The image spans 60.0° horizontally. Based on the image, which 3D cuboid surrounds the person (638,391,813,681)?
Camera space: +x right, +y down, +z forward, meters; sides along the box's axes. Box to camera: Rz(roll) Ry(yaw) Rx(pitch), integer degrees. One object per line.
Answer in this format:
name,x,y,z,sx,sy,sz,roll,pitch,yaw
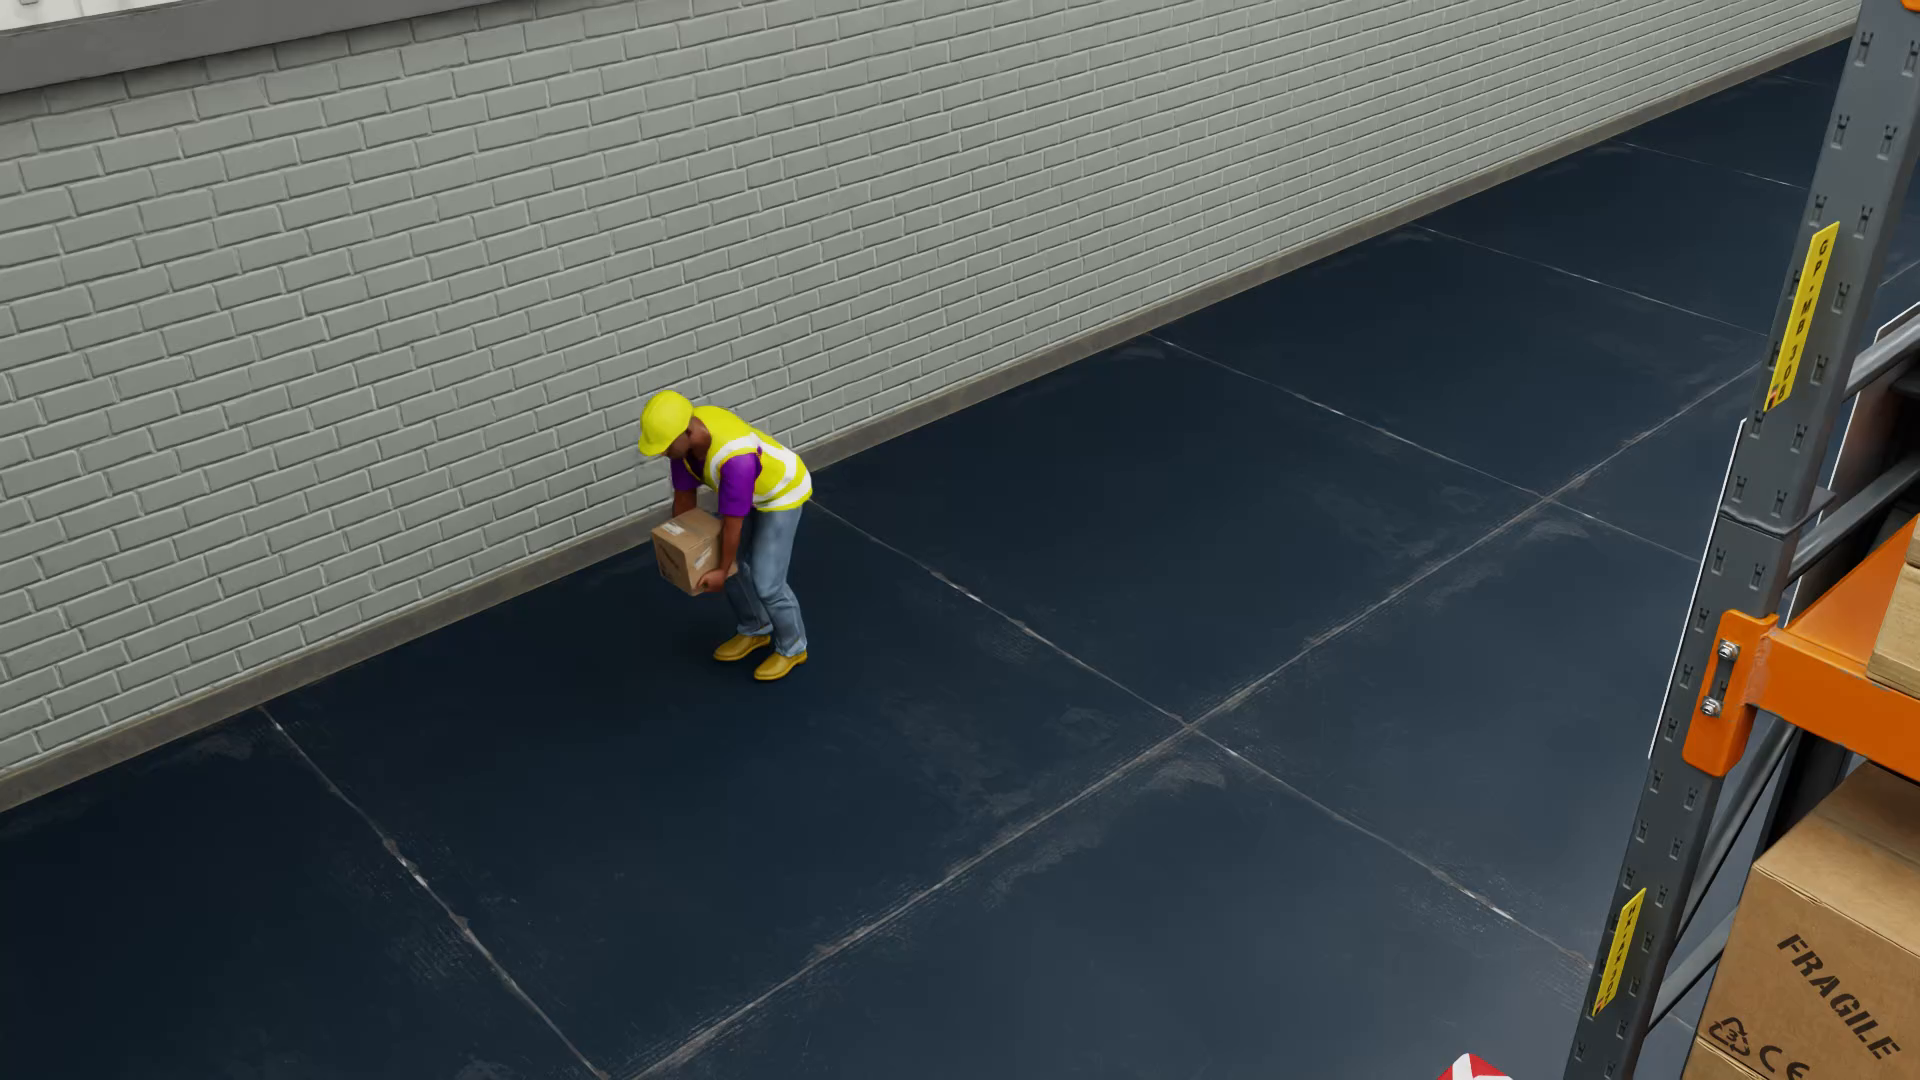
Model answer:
person,-1.026,-0.043,7.393,0.802,1.542,0.488,-27,41,-36
